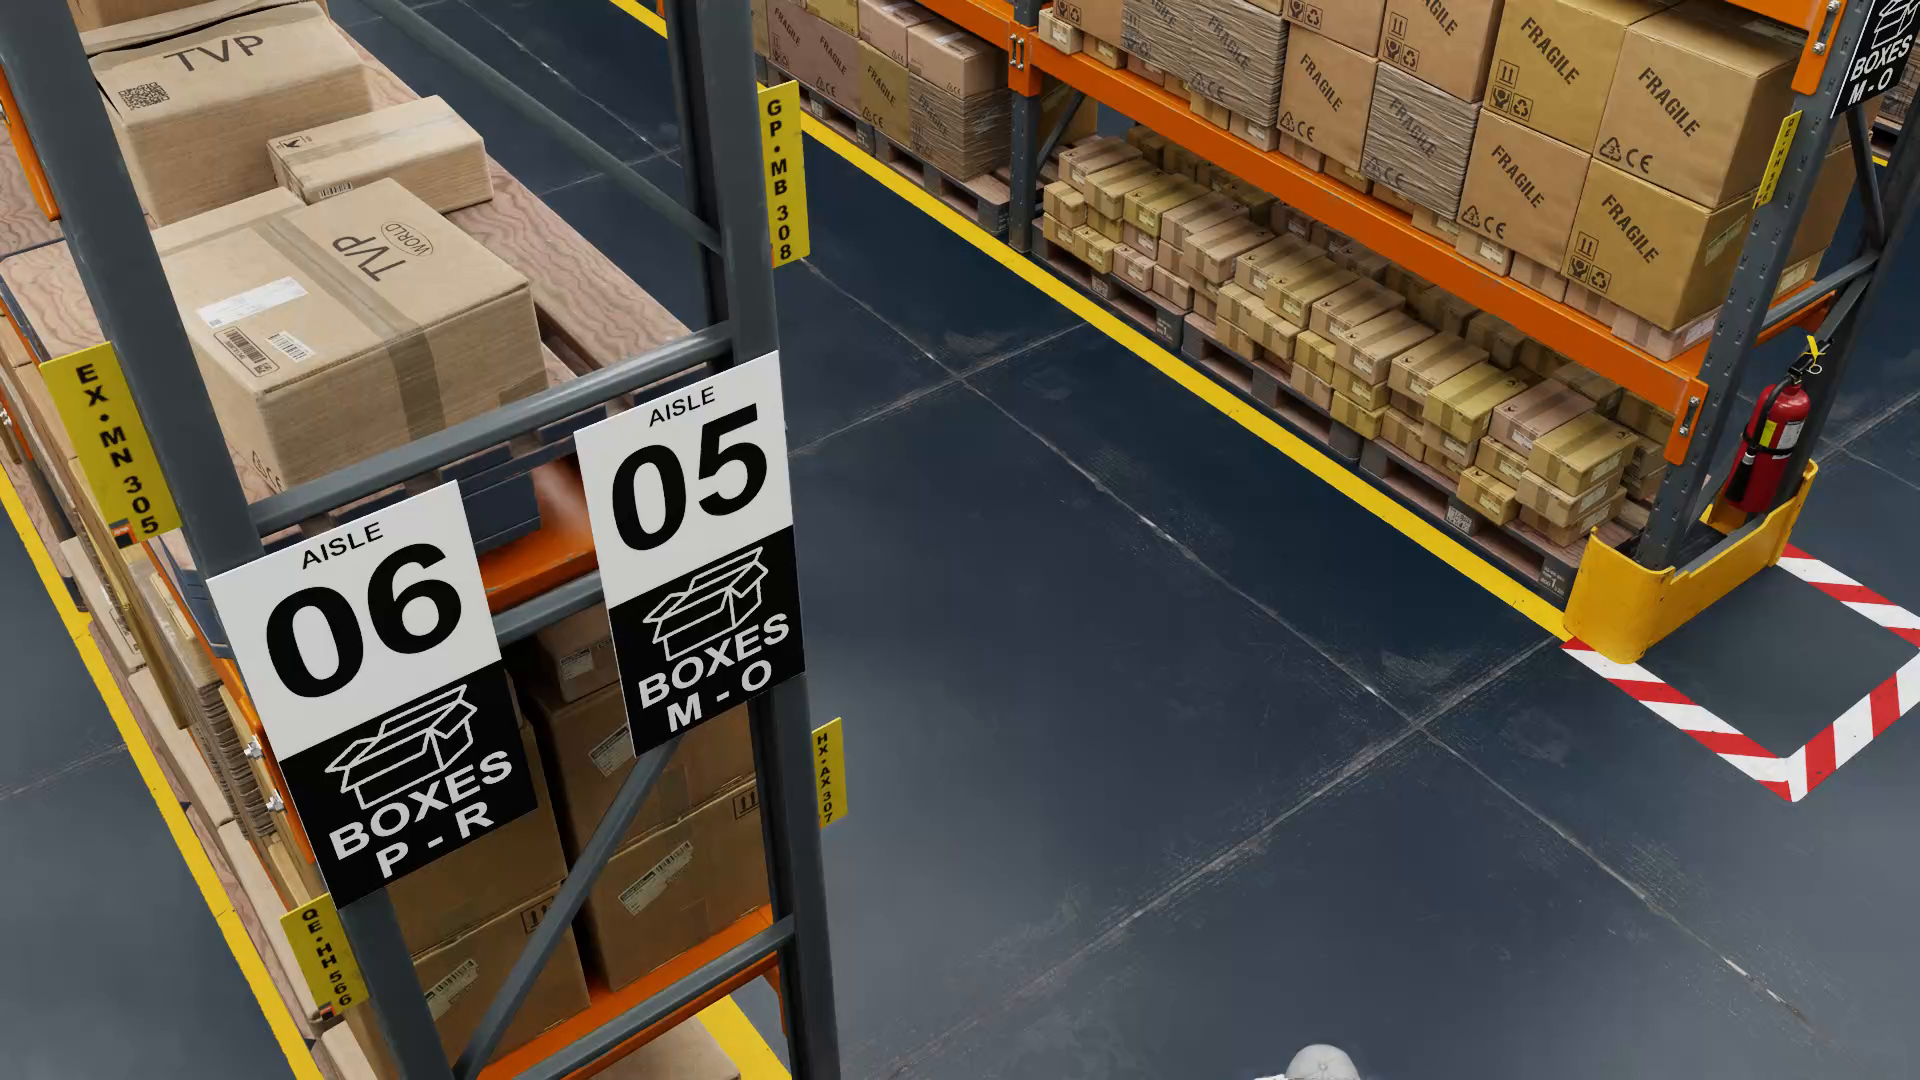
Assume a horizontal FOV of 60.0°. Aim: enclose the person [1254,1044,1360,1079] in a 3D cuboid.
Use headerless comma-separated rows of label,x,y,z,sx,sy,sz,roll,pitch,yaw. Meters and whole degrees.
person,0.849,1.732,4.152,0.557,1.698,0.513,-3,41,-4
